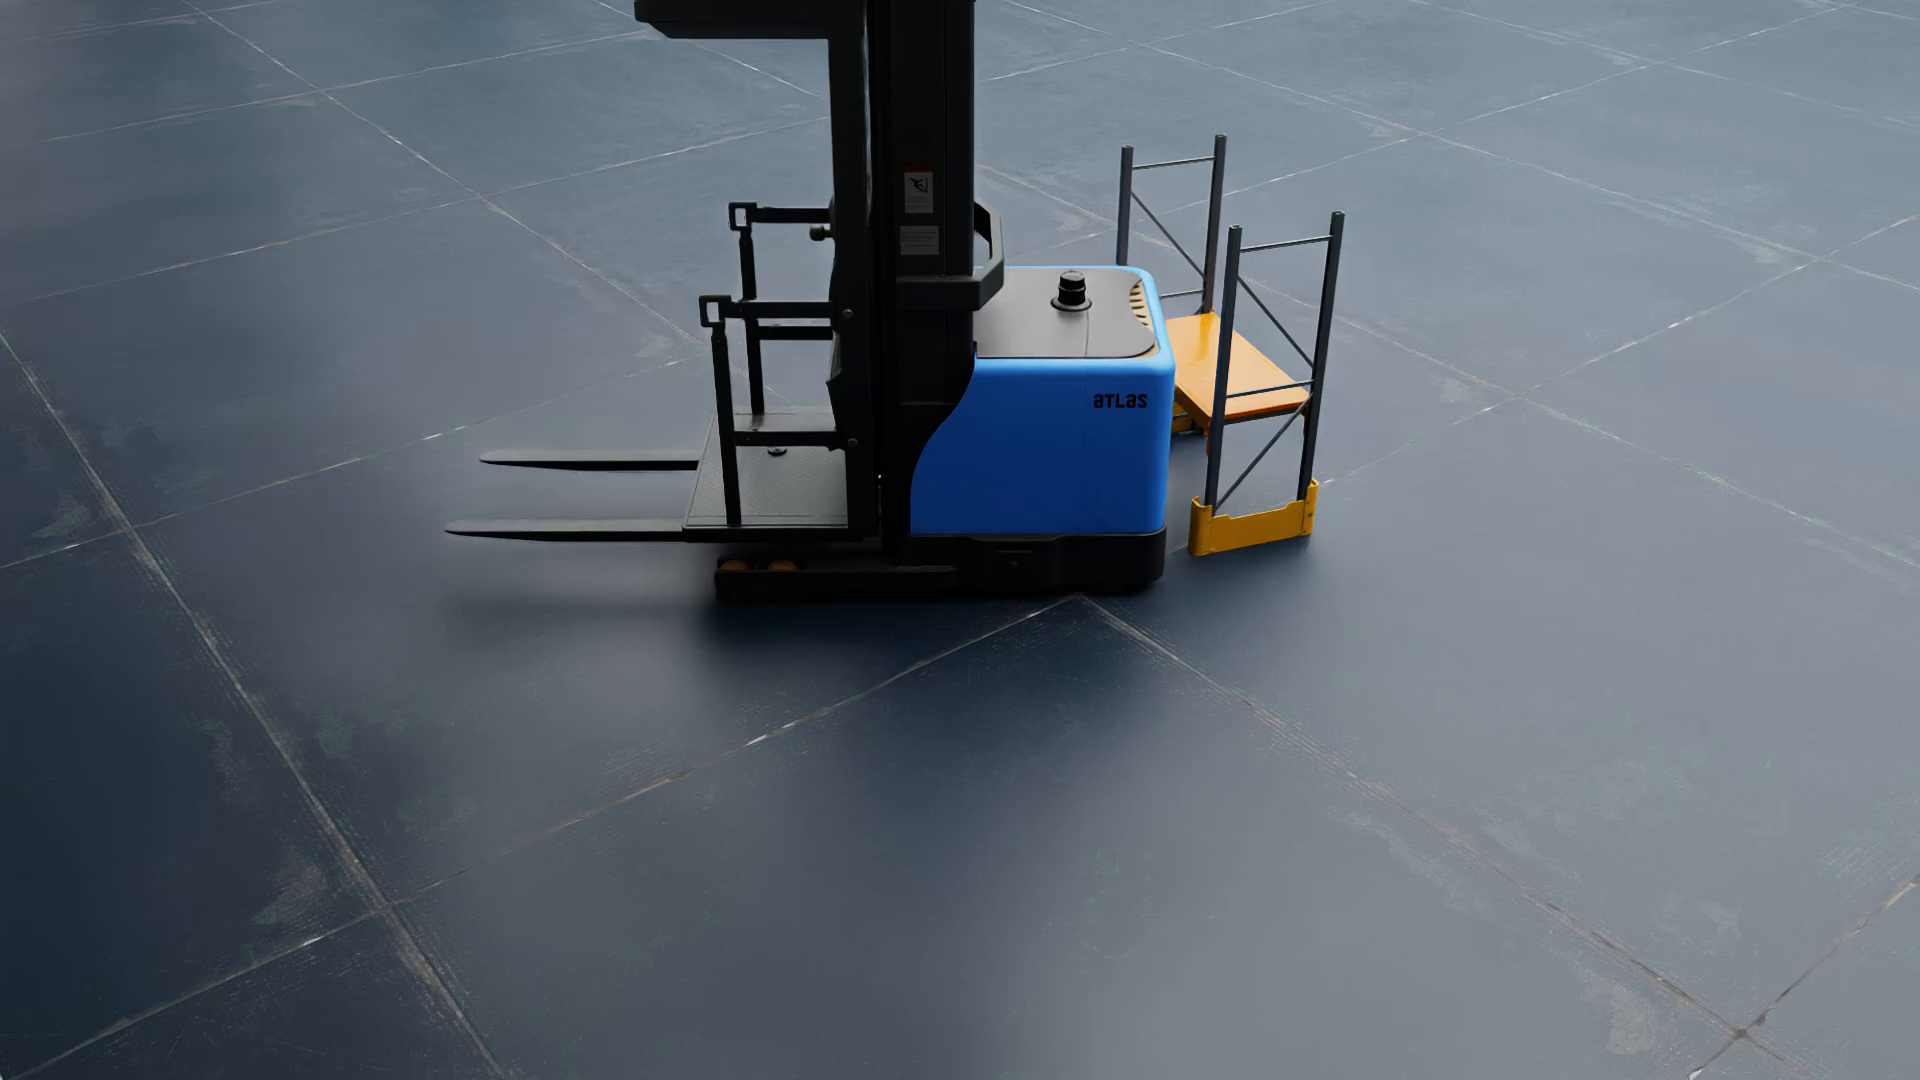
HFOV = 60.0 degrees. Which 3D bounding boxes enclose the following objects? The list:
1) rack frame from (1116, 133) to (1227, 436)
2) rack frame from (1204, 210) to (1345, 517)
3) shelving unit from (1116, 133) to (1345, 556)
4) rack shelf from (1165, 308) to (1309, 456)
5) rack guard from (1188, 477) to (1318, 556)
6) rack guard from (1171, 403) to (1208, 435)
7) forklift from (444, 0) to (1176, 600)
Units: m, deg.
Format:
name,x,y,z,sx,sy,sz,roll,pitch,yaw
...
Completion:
name,x,y,z,sx,sy,sz,roll,pitch,yaw
rack frame,0.952,-1.132,7.757,0.500,1.500,0.032,-11,33,-16
rack frame,1.291,-0.626,6.943,0.500,1.500,0.032,-11,33,-16
shelving unit,1.118,-0.883,7.358,0.587,1.500,1.083,-11,33,-16
rack shelf,1.121,-0.726,7.445,0.538,0.185,1.000,-11,33,-16
rack guard,1.284,-0.105,7.288,0.587,0.250,0.087,-11,33,-16
rack guard,0.952,-0.600,8.086,0.587,0.250,0.087,-11,33,-16
forklift,-0.658,-1.274,6.630,3.031,2.935,1.130,0,32,0
